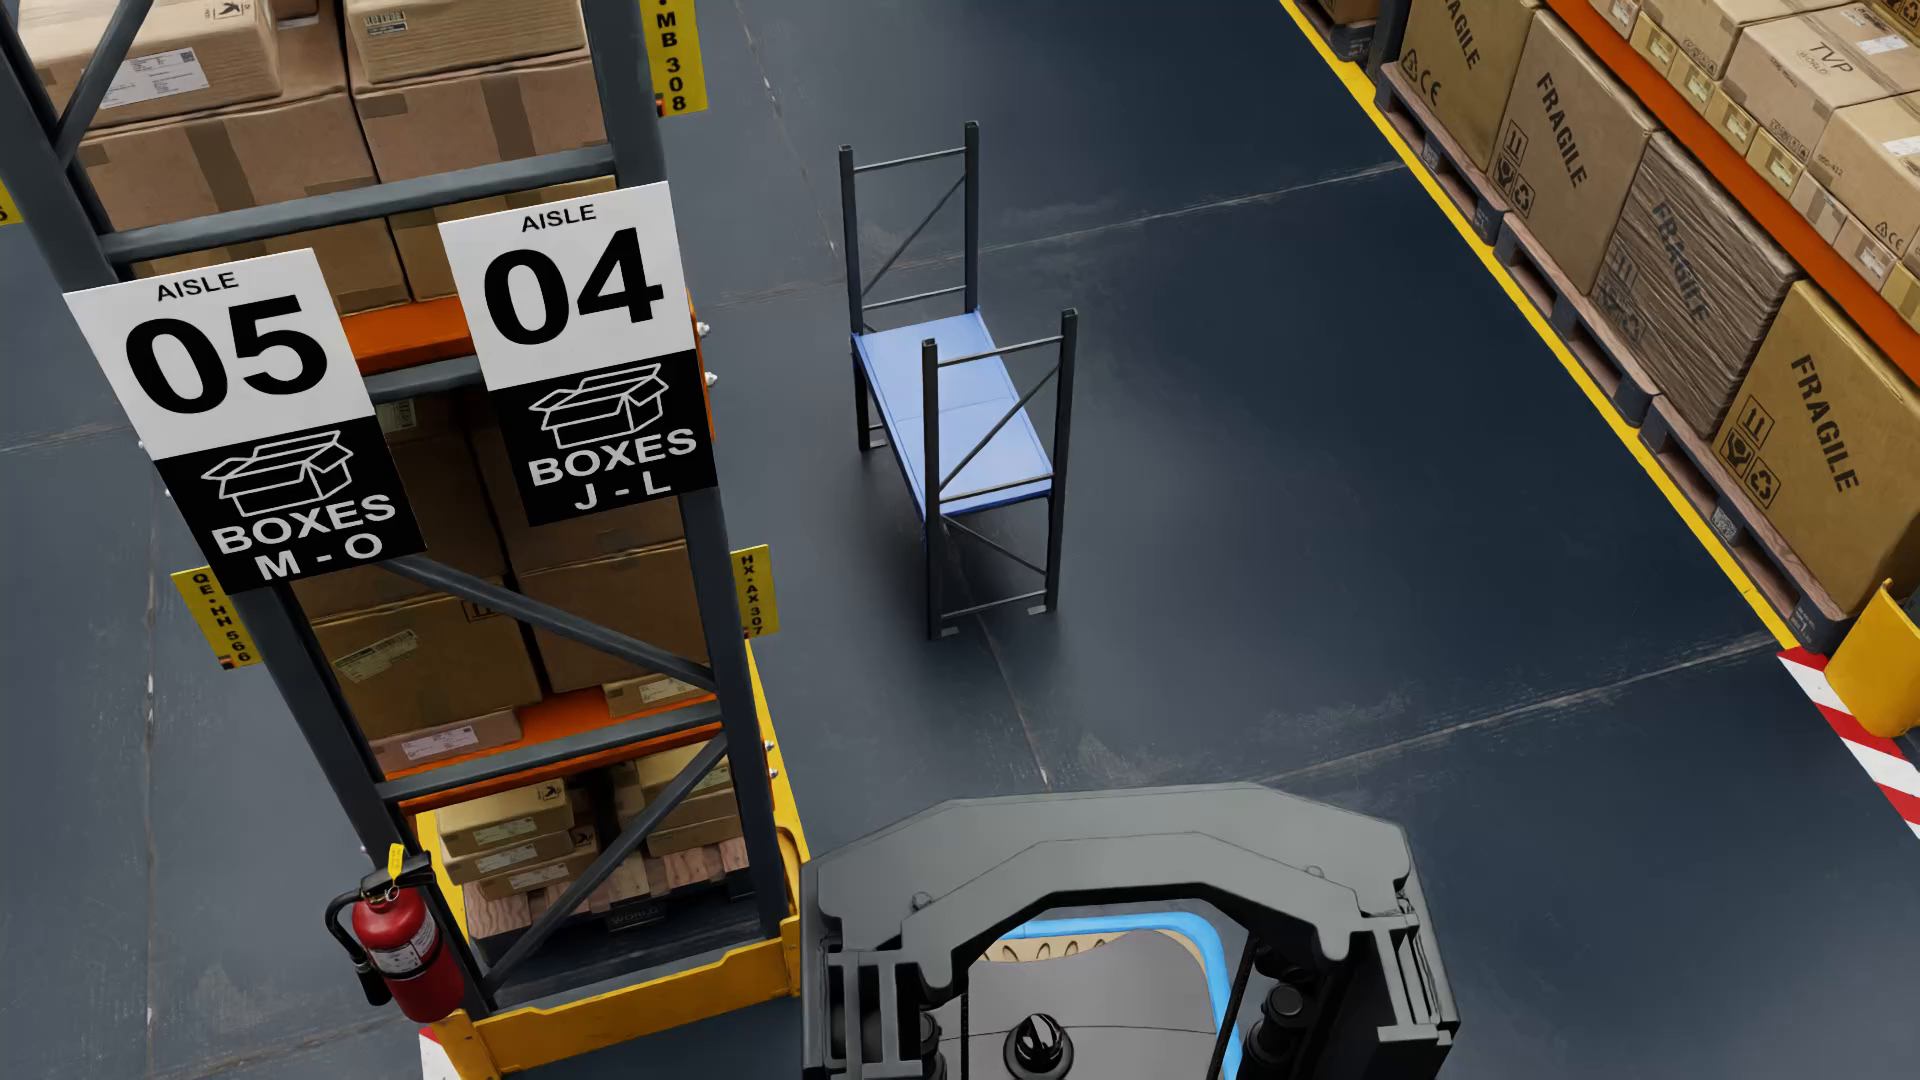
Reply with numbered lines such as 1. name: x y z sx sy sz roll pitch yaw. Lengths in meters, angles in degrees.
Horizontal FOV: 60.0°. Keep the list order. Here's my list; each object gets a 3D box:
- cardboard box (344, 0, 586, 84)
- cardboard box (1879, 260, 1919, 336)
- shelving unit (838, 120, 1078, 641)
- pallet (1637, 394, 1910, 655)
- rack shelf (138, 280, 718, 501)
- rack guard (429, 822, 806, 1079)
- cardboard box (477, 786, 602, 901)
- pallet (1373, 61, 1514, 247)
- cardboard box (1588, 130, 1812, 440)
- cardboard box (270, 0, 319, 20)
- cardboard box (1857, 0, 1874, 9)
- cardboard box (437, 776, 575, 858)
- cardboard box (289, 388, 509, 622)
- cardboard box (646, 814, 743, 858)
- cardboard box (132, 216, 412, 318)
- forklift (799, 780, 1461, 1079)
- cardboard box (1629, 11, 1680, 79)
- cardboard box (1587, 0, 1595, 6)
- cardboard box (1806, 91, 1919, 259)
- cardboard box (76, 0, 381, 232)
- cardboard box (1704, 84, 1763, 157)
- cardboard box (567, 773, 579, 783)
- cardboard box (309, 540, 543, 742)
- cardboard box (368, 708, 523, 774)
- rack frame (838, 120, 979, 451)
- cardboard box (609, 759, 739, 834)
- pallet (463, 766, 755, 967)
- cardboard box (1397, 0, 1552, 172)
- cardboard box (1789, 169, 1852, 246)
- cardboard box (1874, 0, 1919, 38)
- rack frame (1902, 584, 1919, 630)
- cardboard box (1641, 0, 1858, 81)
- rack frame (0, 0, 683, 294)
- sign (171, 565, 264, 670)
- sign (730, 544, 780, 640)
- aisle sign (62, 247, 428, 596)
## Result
1. cardboard box: -0.882 -0.968 2.943 0.380 0.149 0.250 -14 51 -11
2. cardboard box: 3.266 -0.814 5.428 0.380 0.149 0.250 -13 51 -11
3. shelving unit: -0.025 -0.546 6.019 0.538 1.500 1.048 -13 51 -11
4. pallet: 3.453 -0.187 6.560 1.003 0.211 1.213 -13 51 -11
5. rack shelf: -1.595 -1.668 4.492 1.077 0.370 4.000 -13 51 -11
6. rack guard: -1.026 1.278 5.135 1.175 0.500 0.348 -13 51 -11
7. cardboard box: -1.358 0.974 5.347 0.380 0.149 0.250 -13 51 -10
8. pallet: 2.732 -1.969 8.062 1.003 0.211 1.213 -13 51 -11
9. cardboard box: 3.230 -1.084 6.607 0.875 0.875 0.875 -13 51 -11
10. cardboard box: -1.382 -1.054 3.015 0.380 0.149 0.250 -13 51 -10
11. cardboard box: 3.416 -2.105 6.256 0.500 0.250 0.500 -14 51 -12
12. cardboard box: -1.402 0.790 5.112 0.380 0.149 0.250 -13 51 -11
13. cardboard box: -1.377 -0.200 3.833 0.500 0.500 0.500 -14 51 -12
14. cardboard box: -0.853 0.856 5.446 0.380 0.149 0.250 -12 51 -10
15. cardboard box: -1.391 -0.663 3.273 0.500 0.250 0.500 -14 51 -12
16. forklift: 0.273 1.866 3.050 1.130 2.935 3.031 -3 50 -3
17. cardboard box: 2.814 -1.931 6.370 0.380 0.149 0.250 -15 51 -12
18. cardboard box: 2.663 -2.306 6.686 0.380 0.149 0.250 -14 51 -11
19. cardboard box: 3.218 -1.232 5.520 0.500 0.250 0.500 -14 51 -12
20. cardboard box: -1.383 -0.831 3.087 0.500 0.250 0.500 -15 51 -12
21. cardboard box: 2.964 -1.559 6.057 0.380 0.149 0.250 -13 51 -11
22. cardboard box: -1.458 0.692 5.390 0.380 0.149 0.250 -14 51 -12
23. cardboard box: -1.382 0.130 4.208 0.500 0.500 0.500 -12 51 -10
24. cardboard box: -1.370 0.435 4.376 0.380 0.149 0.250 -13 51 -11
25. rack frame: -0.176 -0.917 6.332 0.500 1.500 0.032 -13 51 -11
26. cardboard box: -0.913 0.775 5.320 0.380 0.149 0.250 -11 51 -9
27. pallet: -1.232 0.770 5.753 1.003 0.211 1.213 -13 51 -11
28. cardboard box: 2.700 -2.392 7.709 0.875 0.875 0.875 -13 51 -11
29. cardboard box: 3.120 -1.181 5.738 0.380 0.149 0.250 -13 51 -10
30. cardboard box: 3.574 -1.963 5.646 0.500 0.500 0.500 -15 51 -12
31. rack frame: 3.764 -0.520 5.016 1.000 3.000 0.127 -13 51 -11
32. cardboard box: 2.909 -1.983 6.153 0.500 0.250 0.500 -13 51 -11
33. rack frame: -1.004 -1.406 1.839 1.000 3.000 0.127 -13 51 -11
34. sign: -1.540 0.164 3.476 0.100 0.325 0.005 -13 51 -11
35. sign: -0.485 0.126 3.905 0.100 0.325 0.005 -13 51 -11
36. aisle sign: -1.269 -0.189 3.037 0.394 0.787 0.004 -13 51 -11
